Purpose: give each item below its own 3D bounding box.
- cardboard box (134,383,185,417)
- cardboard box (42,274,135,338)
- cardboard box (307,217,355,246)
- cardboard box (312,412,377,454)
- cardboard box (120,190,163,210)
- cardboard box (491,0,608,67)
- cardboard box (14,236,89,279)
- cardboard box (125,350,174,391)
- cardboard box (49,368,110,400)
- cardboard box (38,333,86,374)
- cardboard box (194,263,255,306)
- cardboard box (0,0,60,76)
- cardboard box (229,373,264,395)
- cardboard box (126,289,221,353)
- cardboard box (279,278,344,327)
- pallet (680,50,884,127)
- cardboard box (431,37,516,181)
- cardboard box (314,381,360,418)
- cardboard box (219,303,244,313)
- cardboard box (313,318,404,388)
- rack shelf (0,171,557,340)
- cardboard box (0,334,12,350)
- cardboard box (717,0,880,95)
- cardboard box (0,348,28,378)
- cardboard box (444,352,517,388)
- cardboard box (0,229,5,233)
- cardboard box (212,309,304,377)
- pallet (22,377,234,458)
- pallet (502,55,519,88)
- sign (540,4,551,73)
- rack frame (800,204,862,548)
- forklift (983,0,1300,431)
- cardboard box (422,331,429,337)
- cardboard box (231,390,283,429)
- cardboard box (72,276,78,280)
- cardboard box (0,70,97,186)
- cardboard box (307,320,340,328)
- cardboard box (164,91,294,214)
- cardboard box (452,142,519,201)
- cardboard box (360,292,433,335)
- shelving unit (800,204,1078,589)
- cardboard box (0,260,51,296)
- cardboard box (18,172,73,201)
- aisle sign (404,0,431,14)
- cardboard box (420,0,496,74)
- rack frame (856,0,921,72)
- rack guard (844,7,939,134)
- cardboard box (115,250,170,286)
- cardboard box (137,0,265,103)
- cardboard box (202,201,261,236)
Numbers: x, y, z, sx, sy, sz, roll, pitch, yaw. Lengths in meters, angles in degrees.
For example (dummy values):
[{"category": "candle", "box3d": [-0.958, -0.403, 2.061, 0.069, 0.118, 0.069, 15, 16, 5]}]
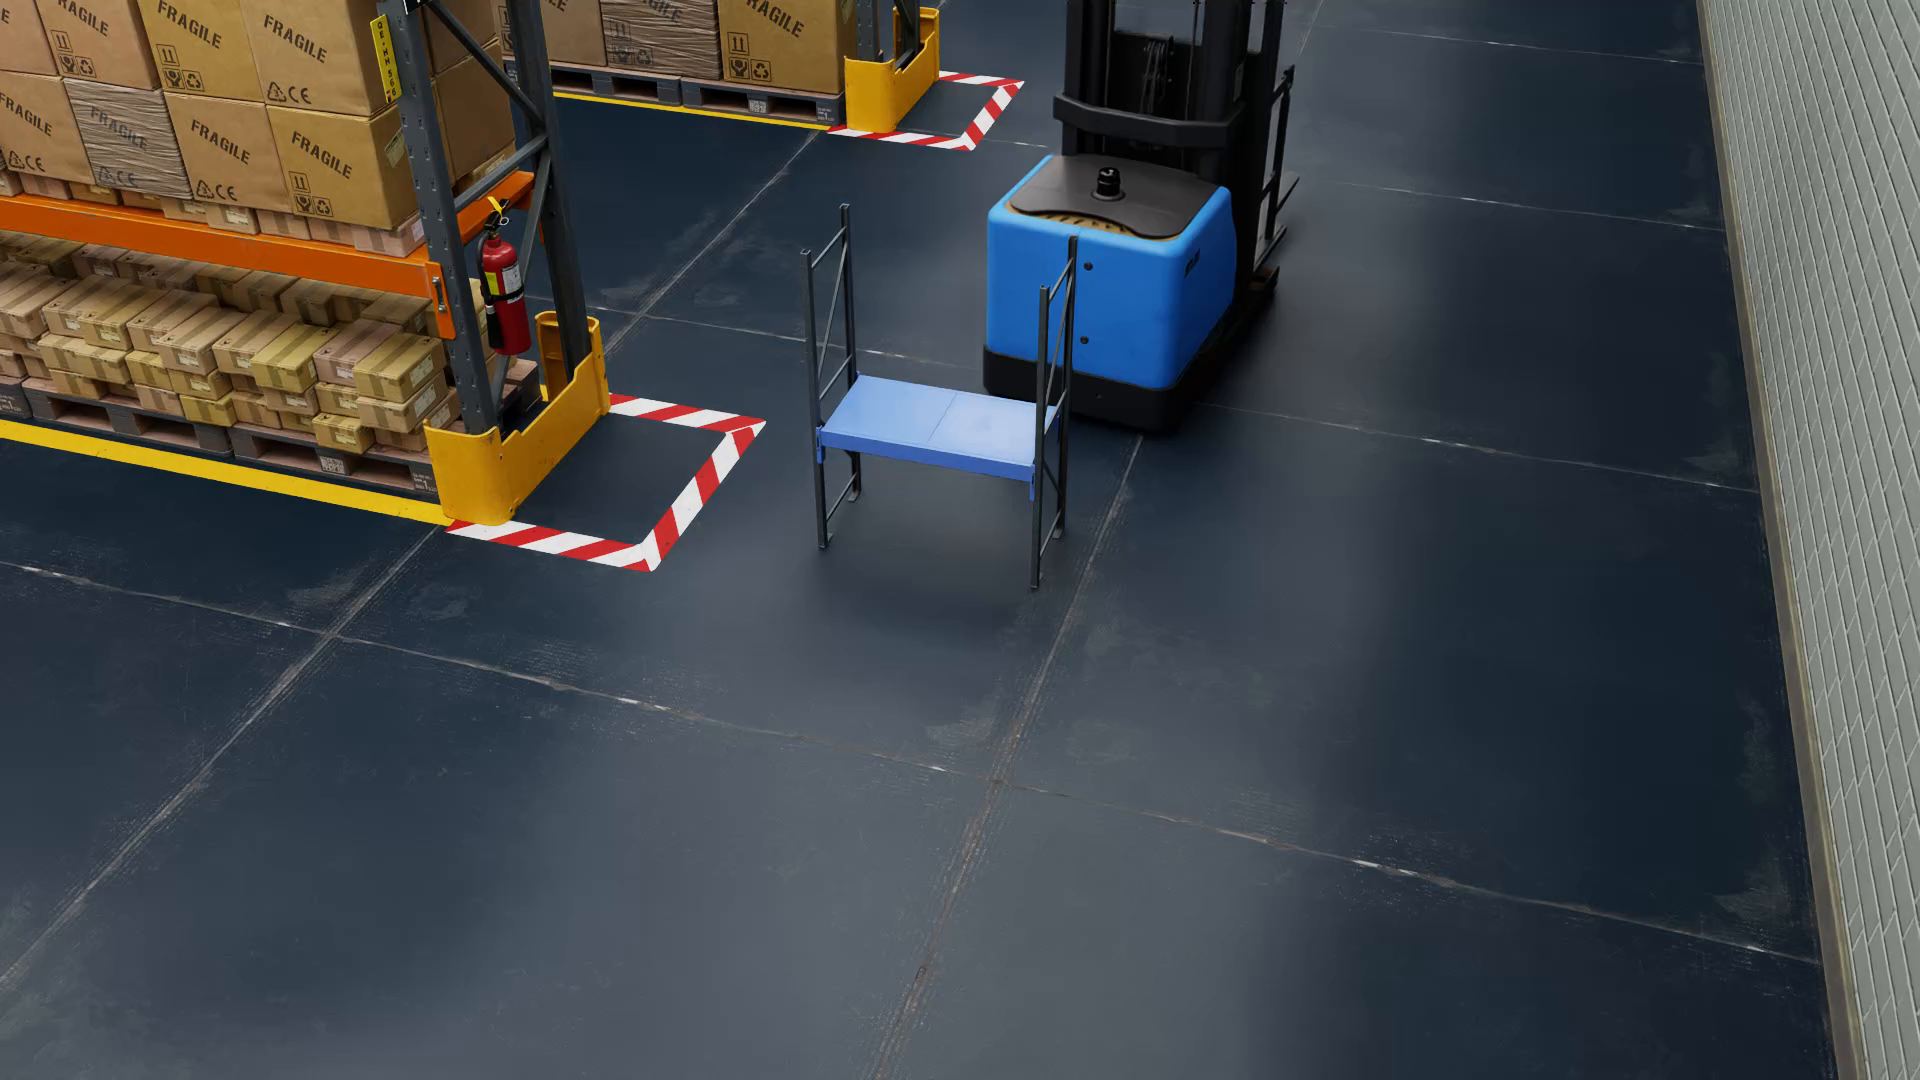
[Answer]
[{"category": "cardboard box", "box3d": [-3.897, -0.795, 8.351, 0.250, 0.149, 0.380, 11, 38, 15]}, {"category": "cardboard box", "box3d": [-4.364, -1.175, 8.364, 0.250, 0.149, 0.380, 9, 37, 12]}, {"category": "cardboard box", "box3d": [-2.695, -1.472, 7.431, 0.250, 0.149, 0.380, 10, 38, 14]}, {"category": "cardboard box", "box3d": [-2.914, -0.594, 8.078, 0.250, 0.149, 0.380, 12, 38, 15]}, {"category": "cardboard box", "box3d": [-3.672, -1.684, 7.720, 0.250, 0.149, 0.380, 9, 37, 12]}, {"category": "cardboard box", "box3d": [-2.851, -4.098, 12.225, 0.875, 0.875, 0.875, 10, 38, 14]}, {"category": "cardboard box", "box3d": [-4.754, -1.509, 8.819, 0.250, 0.149, 0.380, 12, 38, 15]}, {"category": "cardboard box", "box3d": [-3.896, -0.913, 8.260, 0.250, 0.149, 0.380, 12, 38, 16]}, {"category": "cardboard box", "box3d": [-4.389, -0.885, 8.473, 0.250, 0.149, 0.380, 10, 37, 13]}, {"category": "cardboard box", "box3d": [-4.395, -1.004, 8.384, 0.250, 0.149, 0.380, 10, 38, 14]}, {"category": "cardboard box", "box3d": [-3.734, -1.377, 8.639, 0.250, 0.149, 0.380, 11, 38, 15]}, {"category": "cardboard box", "box3d": [-4.073, -2.381, 7.276, 0.500, 0.500, 0.500, 9, 37, 12]}, {"category": "cardboard box", "box3d": [-3.385, -0.879, 8.214, 0.250, 0.149, 0.380, 10, 38, 13]}, {"category": "cardboard box", "box3d": [-3.882, -1.079, 8.234, 0.250, 0.149, 0.380, 9, 37, 12]}, {"category": "cardboard box", "box3d": [-3.235, -1.250, 8.467, 0.250, 0.149, 0.380, 9, 37, 12]}, {"category": "pallet", "box3d": [-1.285, -3.372, 12.154, 1.213, 0.211, 1.003, 10, 38, 14]}, {"category": "cardboard box", "box3d": [-2.420, -2.006, 7.609, 0.500, 0.500, 0.500, 12, 38, 16]}, {"category": "cardboard box", "box3d": [-2.896, -0.759, 8.051, 0.250, 0.149, 0.380, 10, 37, 13]}, {"category": "cardboard box", "box3d": [-3.767, -1.187, 8.632, 0.250, 0.149, 0.380, 12, 38, 16]}, {"category": "cardboard box", "box3d": [-2.877, -0.898, 7.988, 0.250, 0.149, 0.380, 11, 38, 15]}, {"category": "rack shelf", "box3d": [-3.982, -1.674, 8.101, 4.000, 0.370, 1.077, 10, 38, 14]}, {"category": "cardboard box", "box3d": [-4.872, -1.147, 8.577, 0.250, 0.149, 0.380, 9, 37, 12]}, {"category": "cardboard box", "box3d": [-1.133, -3.780, 11.793, 0.875, 0.875, 0.875, 10, 38, 14]}, {"category": "cardboard box", "box3d": [-4.876, -1.014, 8.648, 0.250, 0.149, 0.380, 10, 37, 13]}, {"category": "cardboard box", "box3d": [-2.478, -0.905, 8.499, 0.250, 0.149, 0.380, 11, 38, 15]}, {"category": "cardboard box", "box3d": [-5.219, -1.639, 8.996, 0.250, 0.149, 0.380, 11, 38, 14]}, {"category": "cardboard box", "box3d": [-3.390, -0.953, 8.063, 0.250, 0.149, 0.380, 9, 37, 12]}, {"category": "pallet", "box3d": [-4.072, -0.881, 8.769, 1.213, 0.211, 1.003, 10, 38, 14]}, {"category": "pallet", "box3d": [-3.614, -3.804, 12.740, 1.213, 0.211, 1.003, 10, 38, 14]}, {"category": "sign", "box3d": [-1.912, -2.266, 7.568, 0.005, 0.325, 0.100, 10, 38, 14]}, {"category": "rack frame", "box3d": [-0.567, -0.709, 7.448, 0.032, 1.500, 0.500, 10, 38, 14]}, {"category": "forklift", "box3d": [1.203, -2.595, 8.803, 1.130, 2.935, 3.031, 15, 39, 20]}, {"category": "cardboard box", "box3d": [-2.742, -1.069, 8.472, 0.250, 0.149, 0.380, 10, 38, 14]}, {"category": "cardboard box", "box3d": [-3.380, -0.726, 8.256, 0.250, 0.149, 0.380, 11, 38, 14]}, {"category": "cardboard box", "box3d": [-4.763, -1.404, 8.927, 0.250, 0.149, 0.380, 11, 38, 14]}, {"category": "cardboard box", "box3d": [-4.029, -1.976, 7.569, 0.500, 0.500, 0.500, 12, 38, 16]}, {"category": "cardboard box", "box3d": [-3.214, -1.169, 8.607, 0.250, 0.149, 0.380, 12, 38, 15]}, {"category": "cardboard box", "box3d": [-3.069, -1.798, 7.327, 0.500, 0.500, 0.500, 10, 37, 13]}, {"category": "cardboard box", "box3d": [-2.285, -1.752, 7.811, 0.250, 0.149, 0.380, 10, 38, 14]}, {"category": "cardboard box", "box3d": [-2.771, -1.136, 8.312, 0.250, 0.149, 0.380, 11, 38, 15]}, {"category": "shelving unit", "box3d": [-0.081, -0.619, 7.326, 1.048, 1.500, 0.538, 10, 38, 14]}, {"category": "cardboard box", "box3d": [-4.867, -1.267, 8.490, 0.250, 0.149, 0.380, 10, 37, 13]}, {"category": "cardboard box", "box3d": [-4.177, -1.754, 7.815, 0.250, 0.149, 0.380, 12, 38, 16]}, {"category": "aisle sign", "box3d": [-2.093, -2.474, 6.388, 0.004, 0.787, 0.394, 10, 38, 14]}, {"category": "cardboard box", "box3d": [-2.423, -2.402, 7.305, 0.500, 0.500, 0.500, 10, 38, 14]}, {"category": "rack frame", "box3d": [-0.498, -4.399, 11.196, 0.127, 3.000, 1.000, 10, 38, 14]}, {"category": "rack guard", "box3d": [-0.475, -3.388, 11.931, 0.348, 0.500, 1.175, 10, 38, 14]}, {"category": "cardboard box", "box3d": [-4.207, -1.473, 8.770, 0.250, 0.149, 0.380, 9, 37, 12]}, {"category": "cardboard box", "box3d": [-3.068, -2.202, 7.033, 0.500, 0.500, 0.500, 9, 37, 12]}, {"category": "cardboard box", "box3d": [-3.189, -1.539, 7.523, 0.250, 0.149, 0.380, 11, 38, 15]}]
